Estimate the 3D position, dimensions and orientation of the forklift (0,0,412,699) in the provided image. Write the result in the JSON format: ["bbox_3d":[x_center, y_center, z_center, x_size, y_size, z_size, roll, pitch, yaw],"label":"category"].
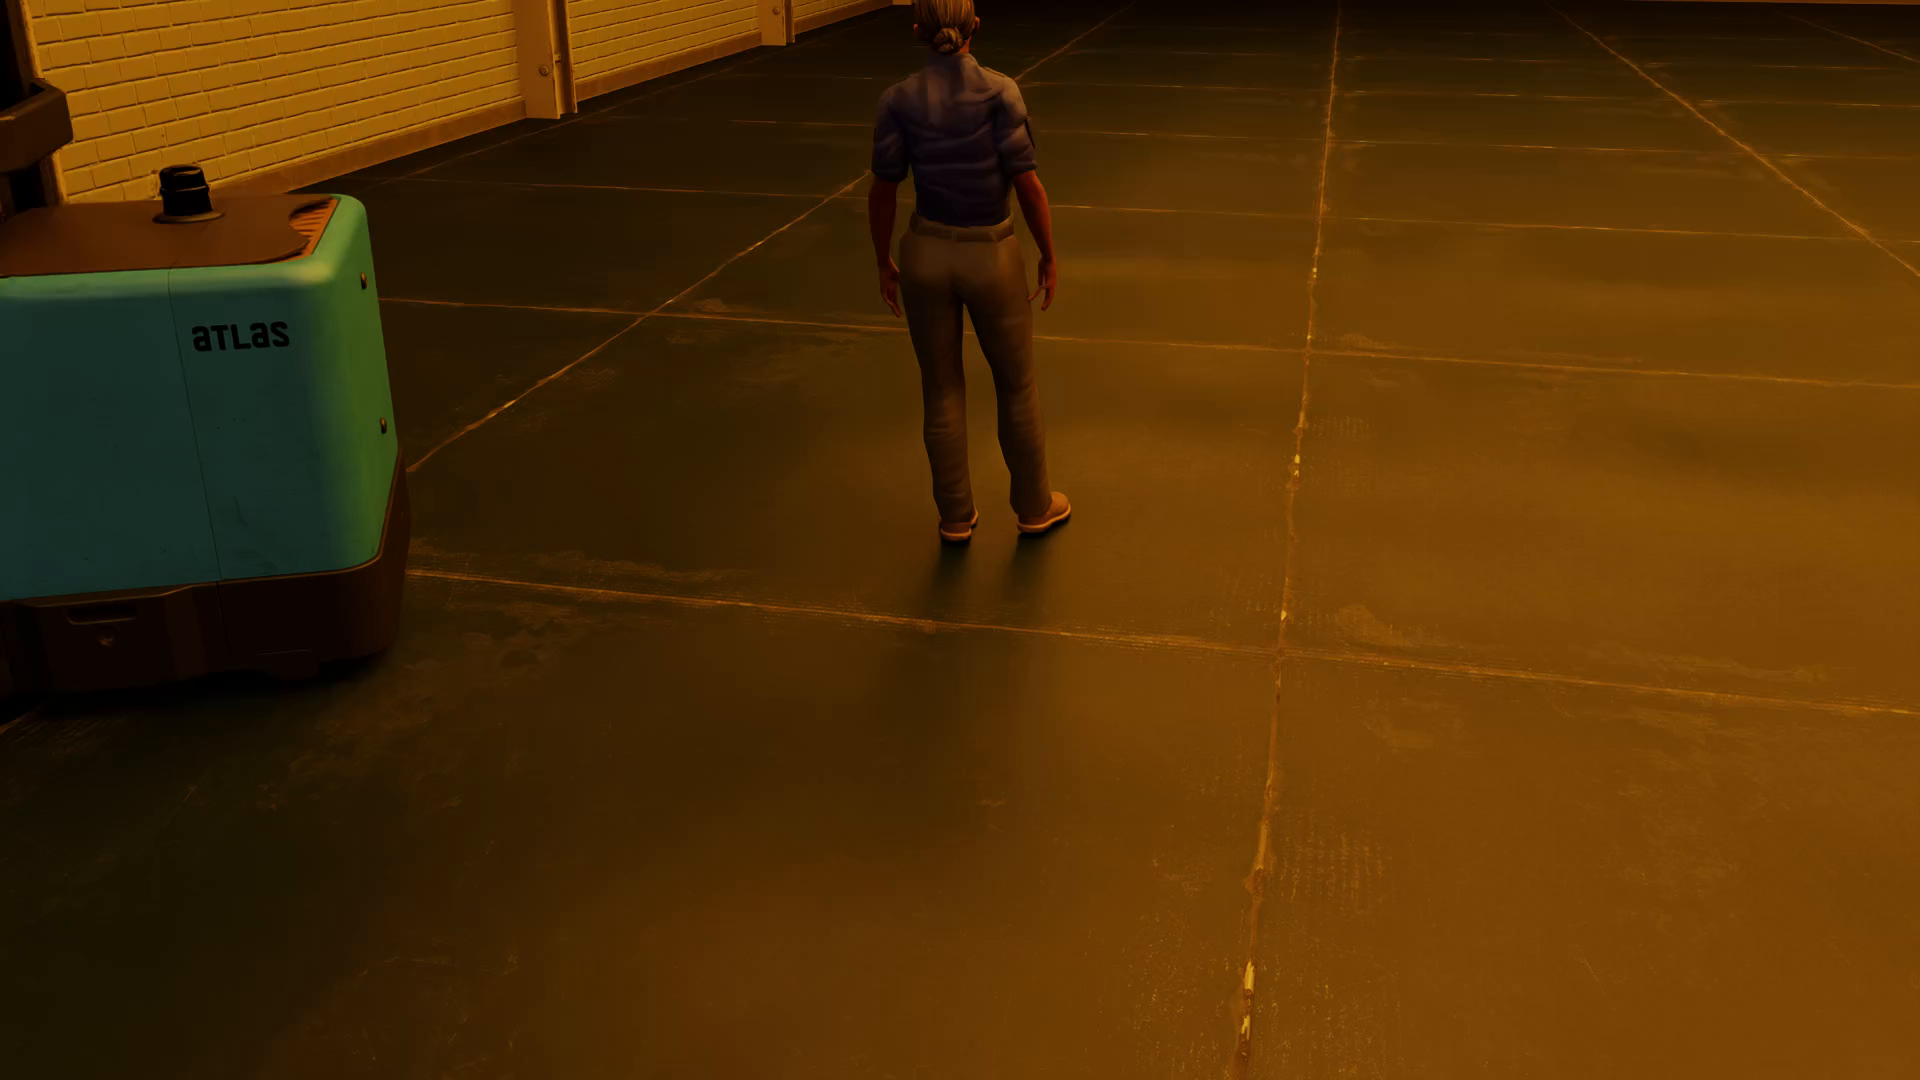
[{"bbox_3d":[-3.045,-1.052,3.847,3.031,2.935,1.130,-5,23,-13],"label":"forklift"}]

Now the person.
[{"bbox_3d":[0.038,-0.803,4.909,0.570,1.654,0.504,5,23,11],"label":"person"}]
